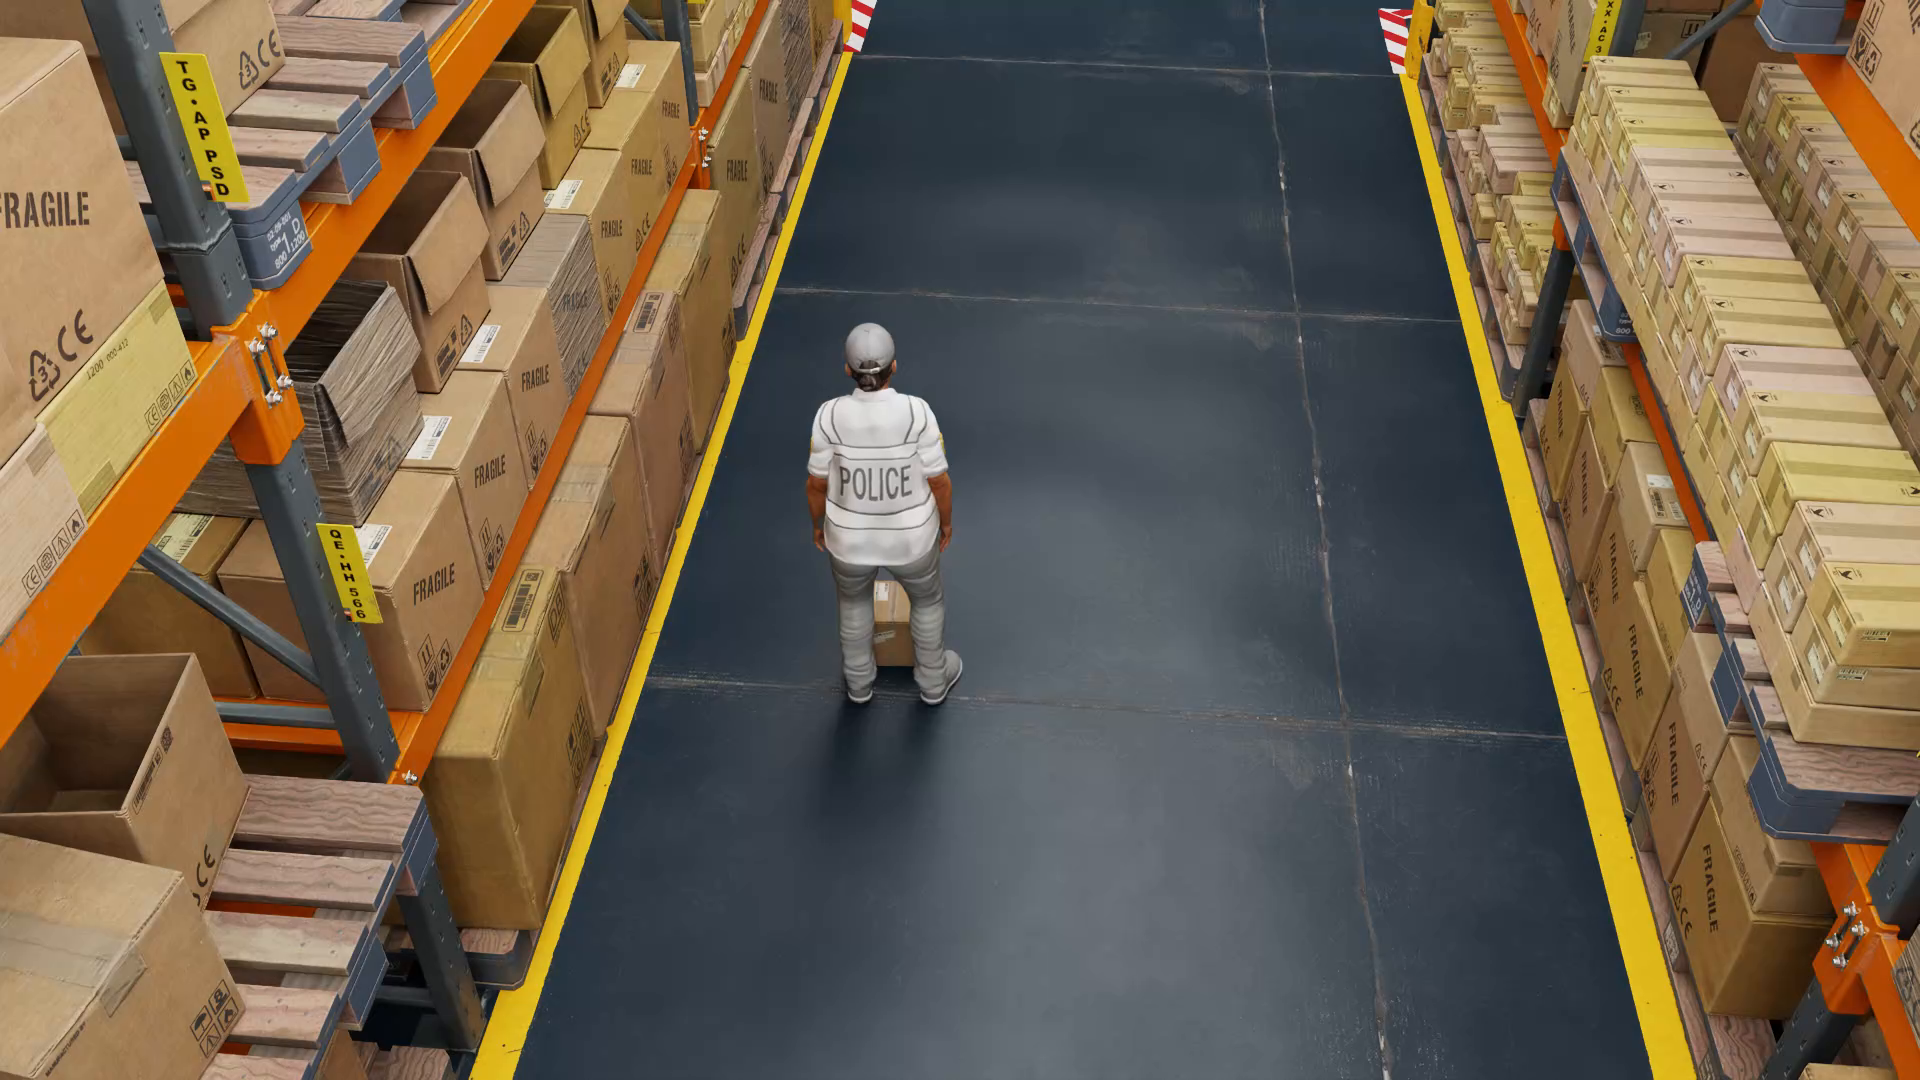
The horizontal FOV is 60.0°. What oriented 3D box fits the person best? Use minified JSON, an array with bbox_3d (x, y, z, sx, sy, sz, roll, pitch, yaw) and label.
[{"bbox_3d":[-0.275,-0.055,6.217,0.565,1.665,0.470,1,40,1],"label":"person"}]
